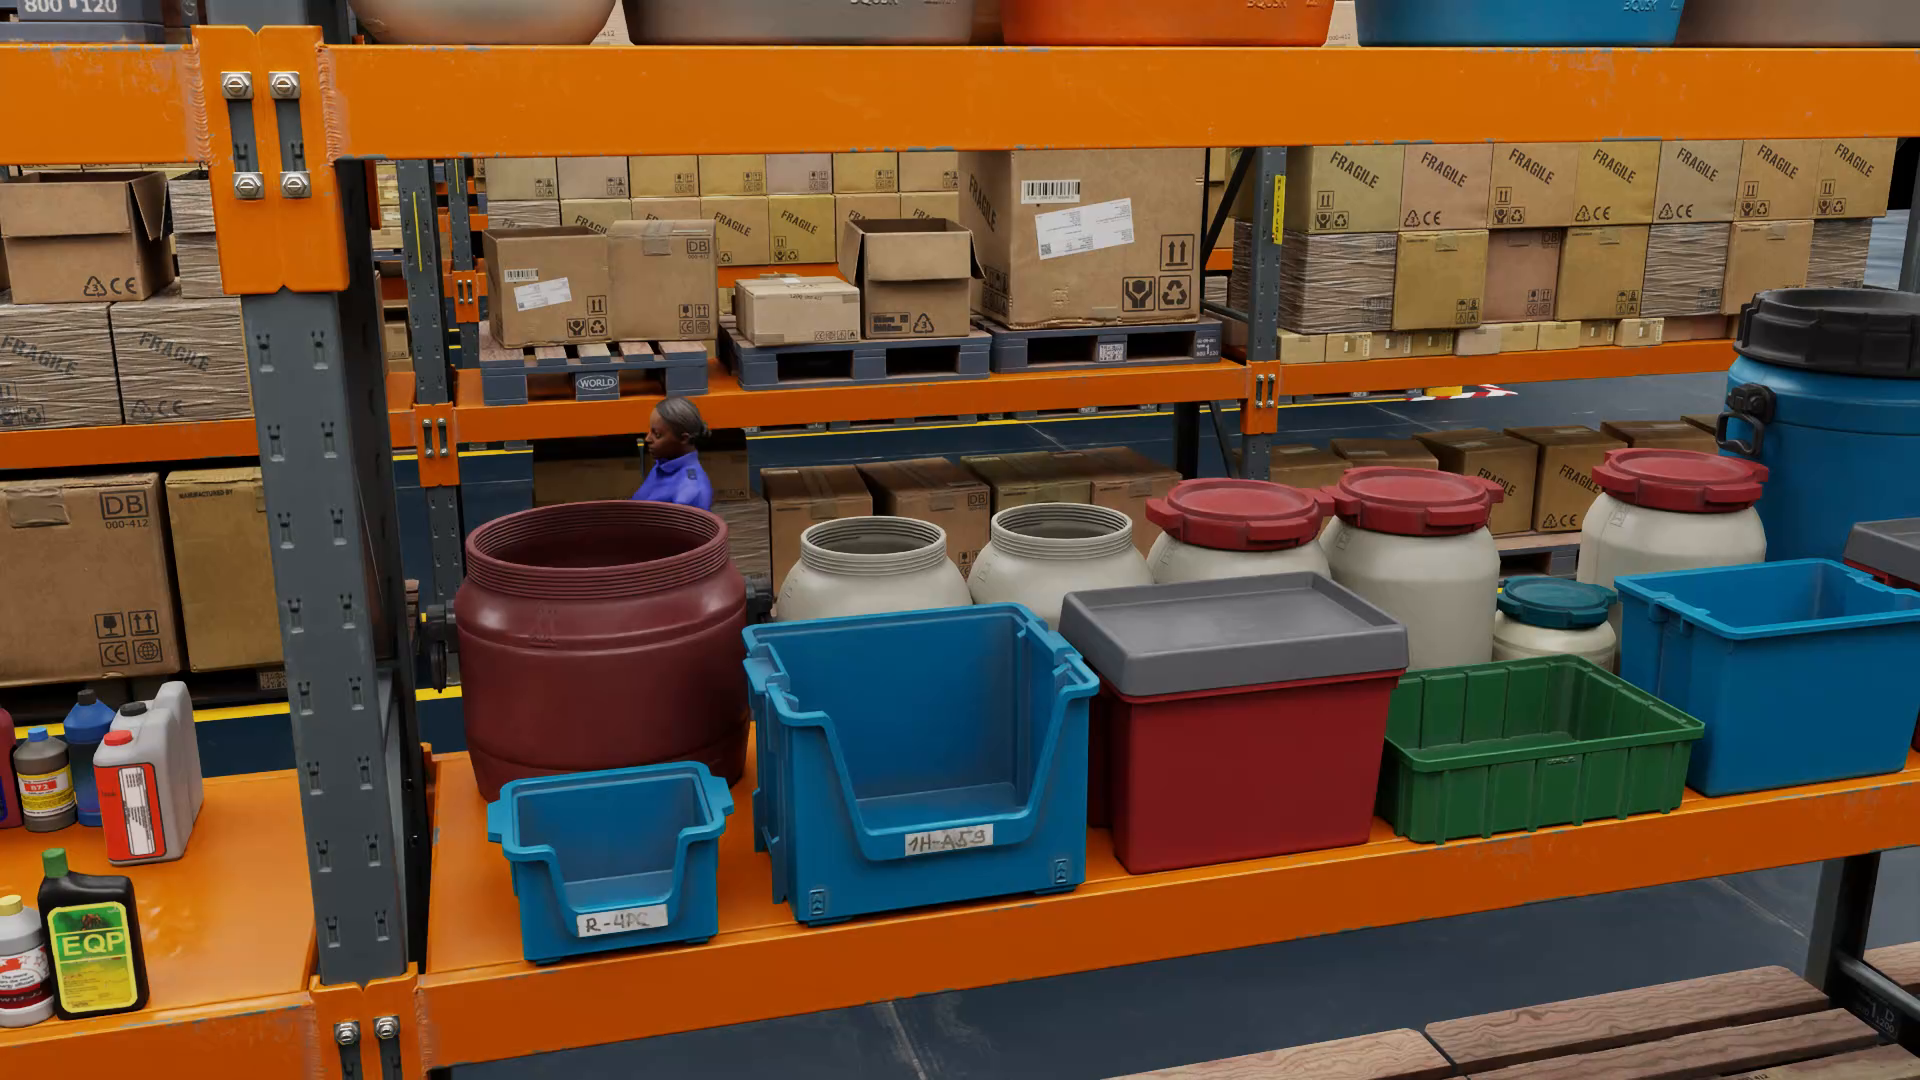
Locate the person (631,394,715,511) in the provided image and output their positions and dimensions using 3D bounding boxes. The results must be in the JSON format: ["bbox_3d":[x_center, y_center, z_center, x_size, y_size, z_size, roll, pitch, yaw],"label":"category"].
[{"bbox_3d":[-1.173,0.205,6.313,0.511,1.532,0.463,-7,17,-22],"label":"person"}]
